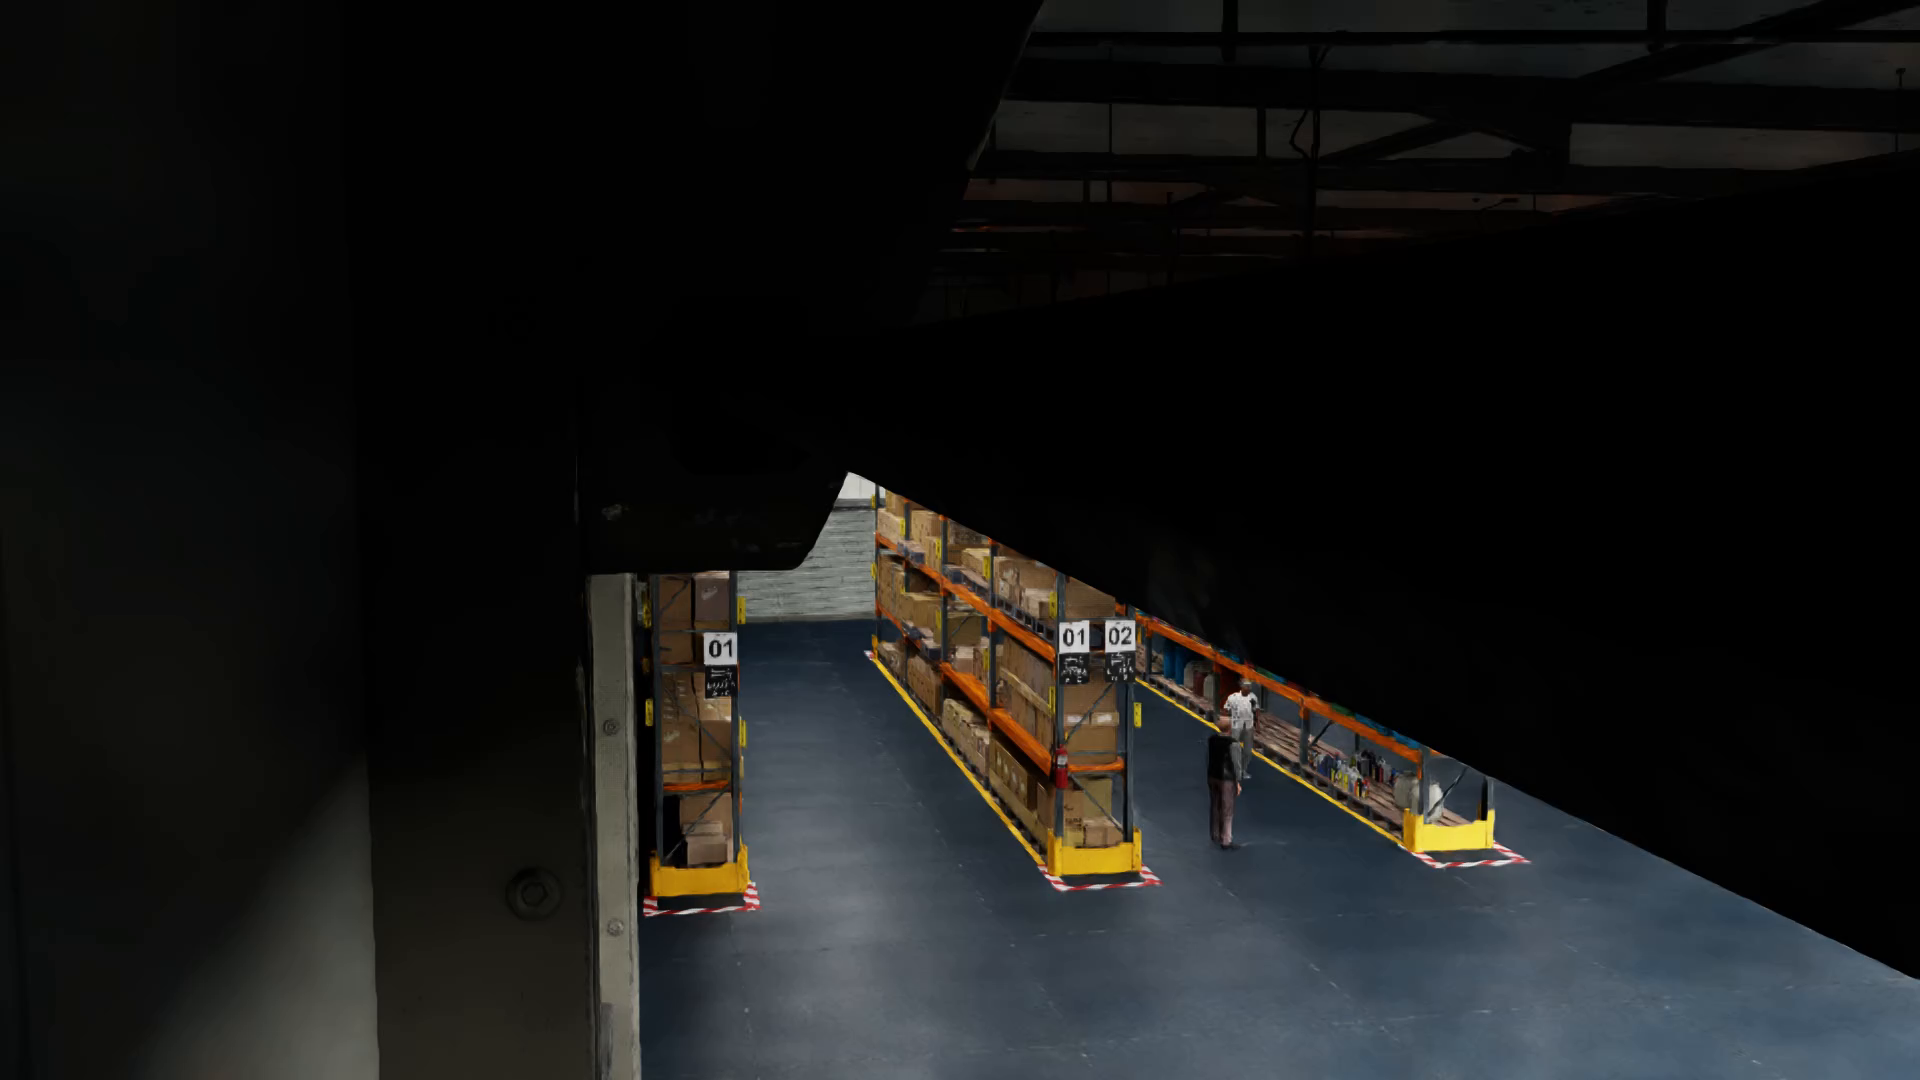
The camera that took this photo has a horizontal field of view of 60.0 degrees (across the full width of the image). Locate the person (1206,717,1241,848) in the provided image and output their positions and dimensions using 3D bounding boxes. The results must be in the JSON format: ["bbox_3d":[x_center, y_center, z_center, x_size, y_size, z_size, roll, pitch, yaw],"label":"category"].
[{"bbox_3d":[3.536,3.193,22.099,0.454,1.726,0.581,-5,7,-39],"label":"person"}]

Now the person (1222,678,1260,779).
[{"bbox_3d":[4.340,2.896,25.675,0.592,1.630,0.532,-1,6,-11],"label":"person"}]
